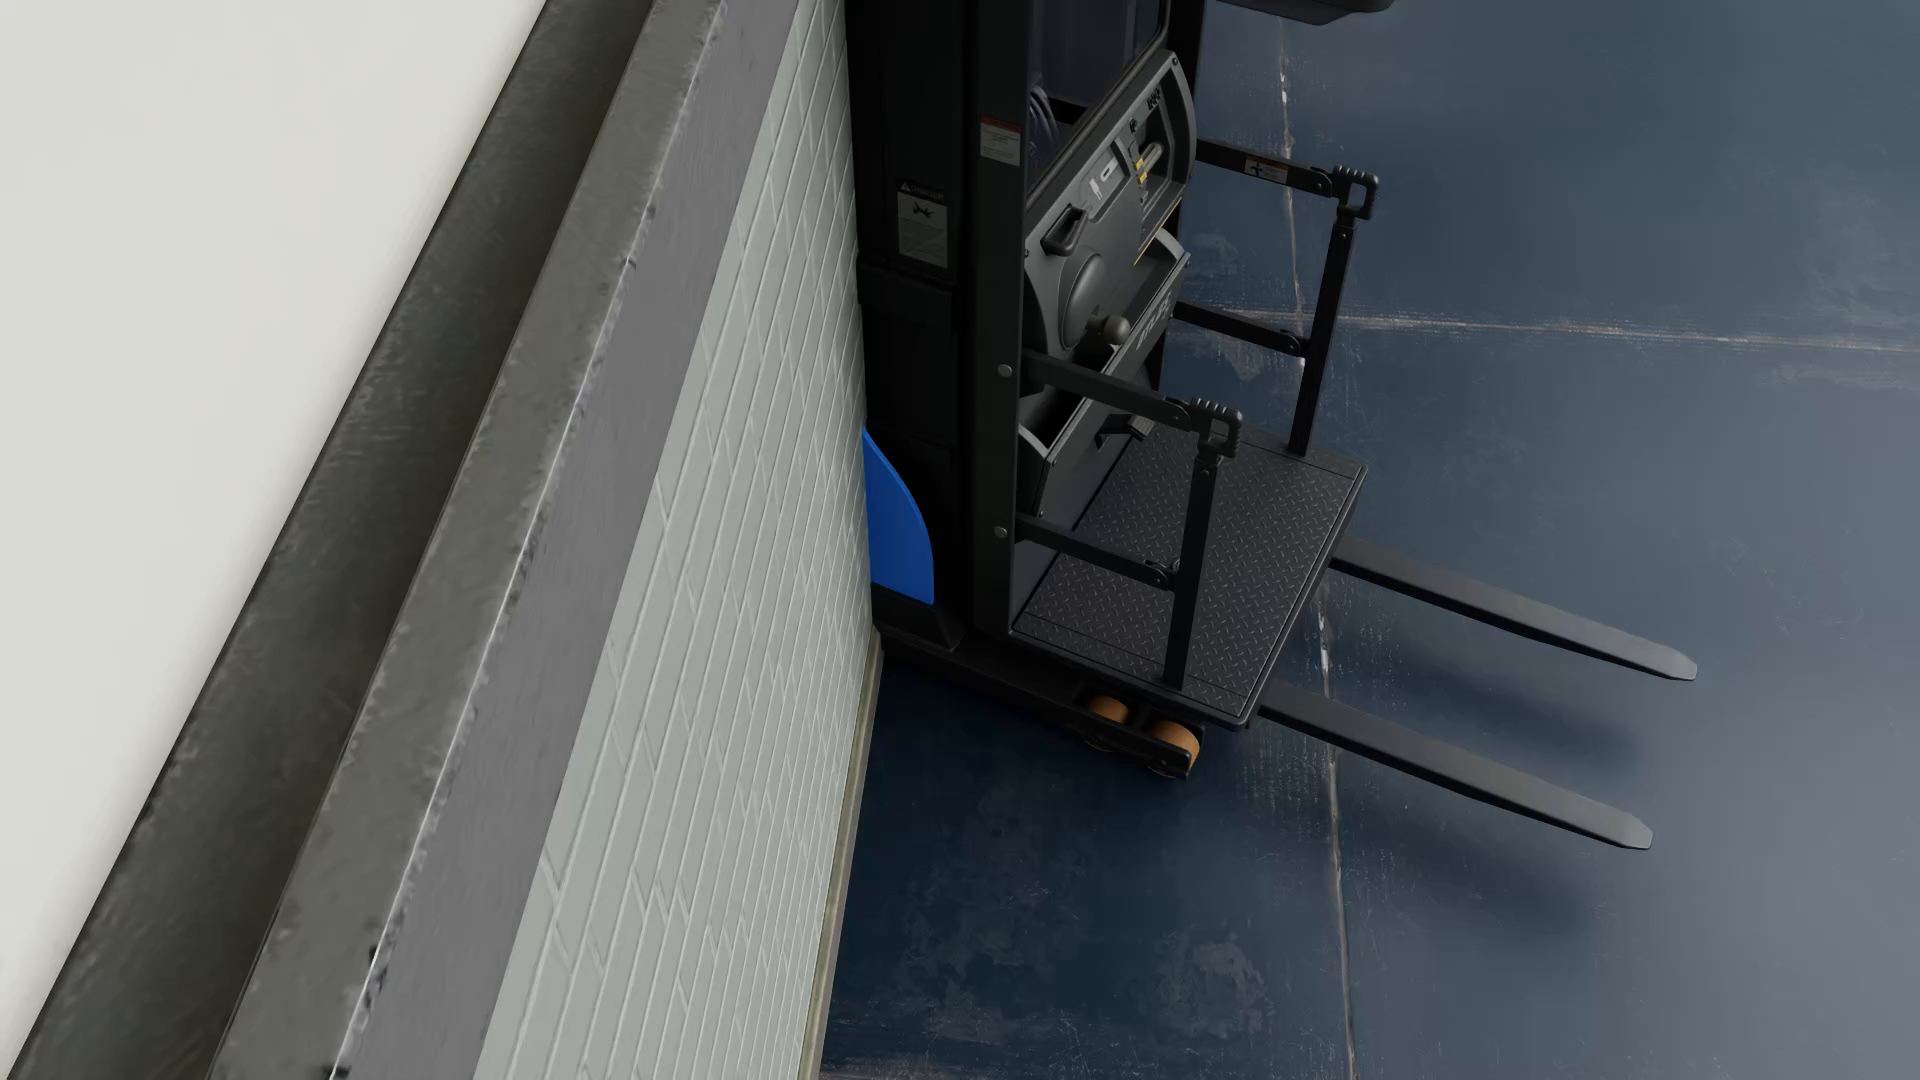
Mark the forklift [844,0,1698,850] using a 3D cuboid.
[{"bbox_3d":[0.557,-0.779,3.976,3.031,2.935,1.130,21,51,18],"label":"forklift"}]
